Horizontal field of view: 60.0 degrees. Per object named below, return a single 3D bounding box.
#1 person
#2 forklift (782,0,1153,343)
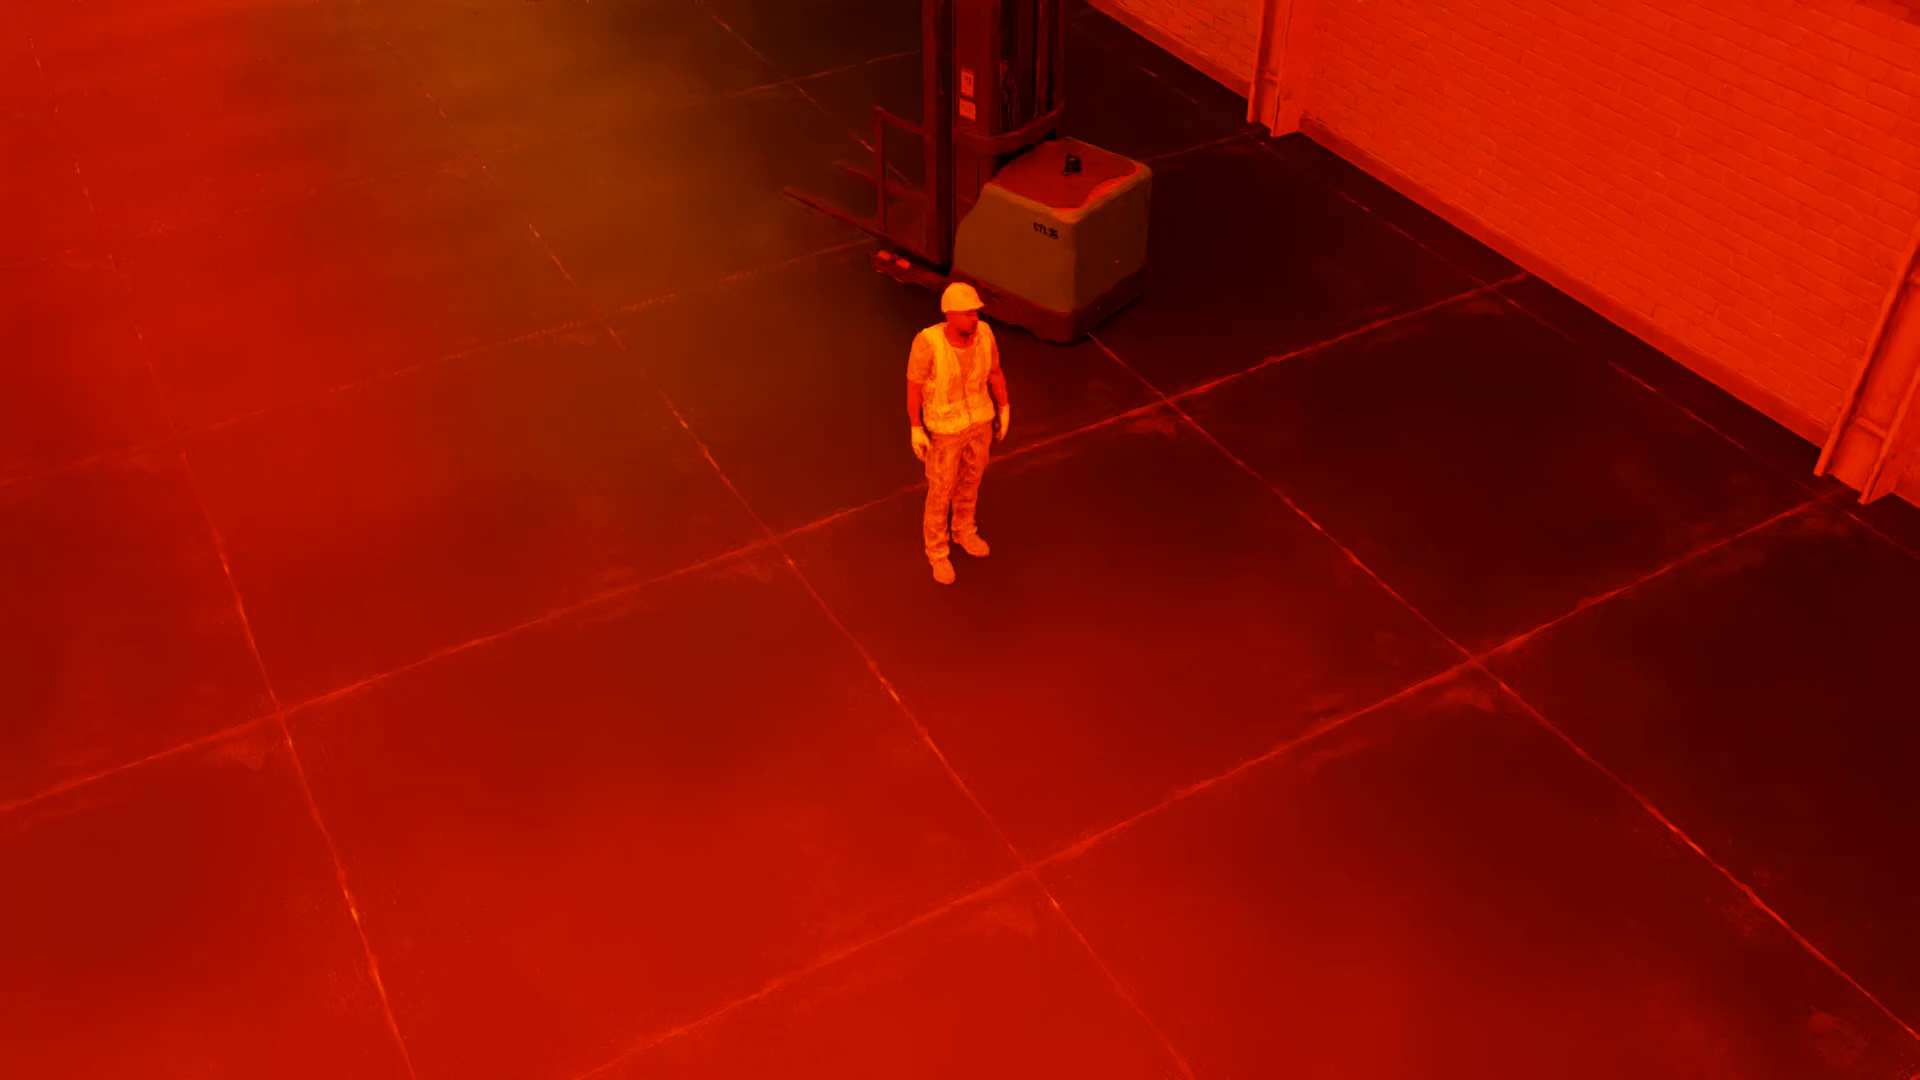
[{"bbox_3d":[0.029,-0.649,9.707,0.655,1.782,0.576,-20,44,-23],"label":"person"},{"bbox_3d":[-0.063,-3.334,12.056,3.031,2.935,1.130,28,47,30],"label":"forklift"}]
